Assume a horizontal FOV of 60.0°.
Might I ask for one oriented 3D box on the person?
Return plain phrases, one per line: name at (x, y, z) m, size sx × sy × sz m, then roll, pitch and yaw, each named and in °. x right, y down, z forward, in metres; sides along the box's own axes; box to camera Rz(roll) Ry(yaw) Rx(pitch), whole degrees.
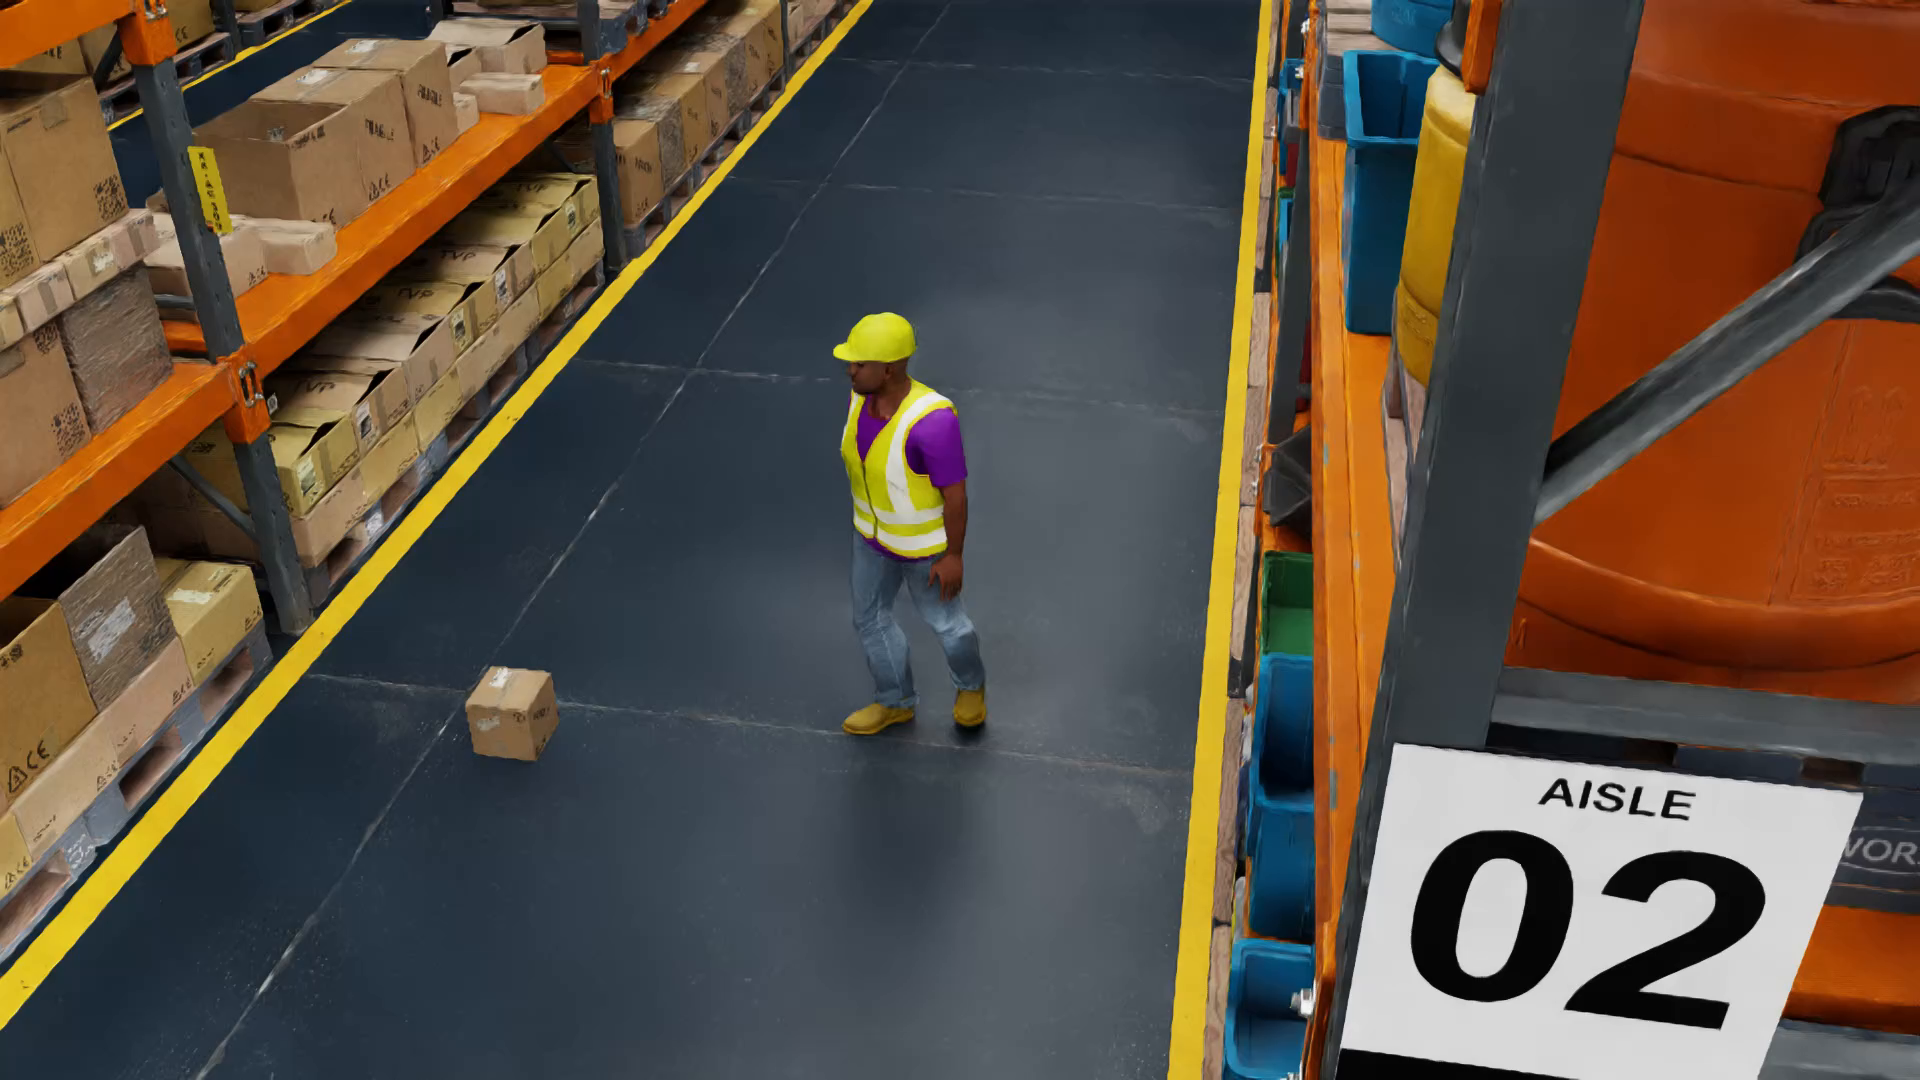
person at (-0.177, -0.043, 6.190) m, size 0.599 × 1.755 × 0.581 m, roll 28°, pitch 42°, yaw 37°
